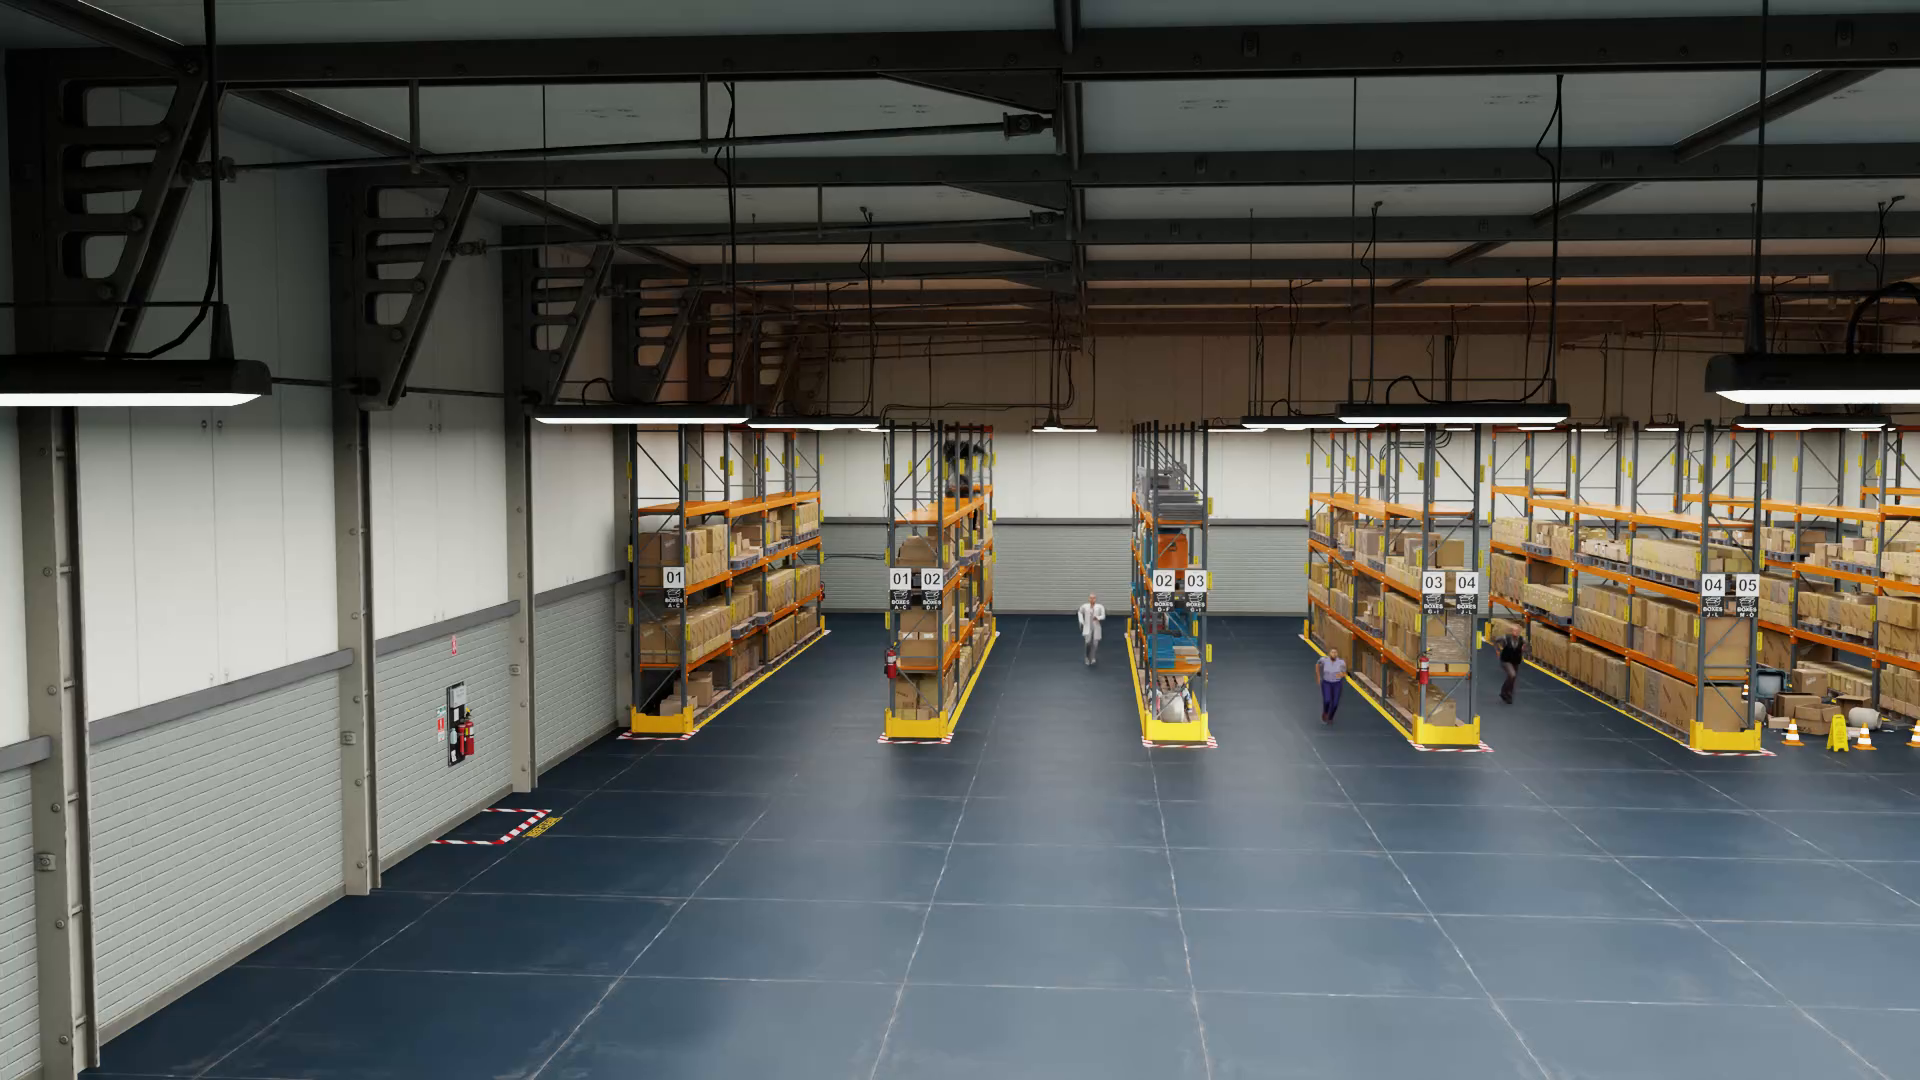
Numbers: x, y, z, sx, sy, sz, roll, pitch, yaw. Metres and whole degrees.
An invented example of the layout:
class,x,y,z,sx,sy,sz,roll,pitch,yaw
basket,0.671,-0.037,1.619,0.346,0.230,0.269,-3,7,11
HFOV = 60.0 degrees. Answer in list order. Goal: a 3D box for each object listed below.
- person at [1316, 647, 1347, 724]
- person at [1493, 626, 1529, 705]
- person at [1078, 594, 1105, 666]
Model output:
class,x,y,z,sx,sy,sz,roll,pitch,yaw
person,7.267,2.851,32.522,0.558,1.558,0.738,0,4,3
person,11.712,2.640,35.365,0.646,1.690,0.923,-1,4,-8
person,3.269,2.231,41.249,0.674,1.793,0.765,0,4,4
